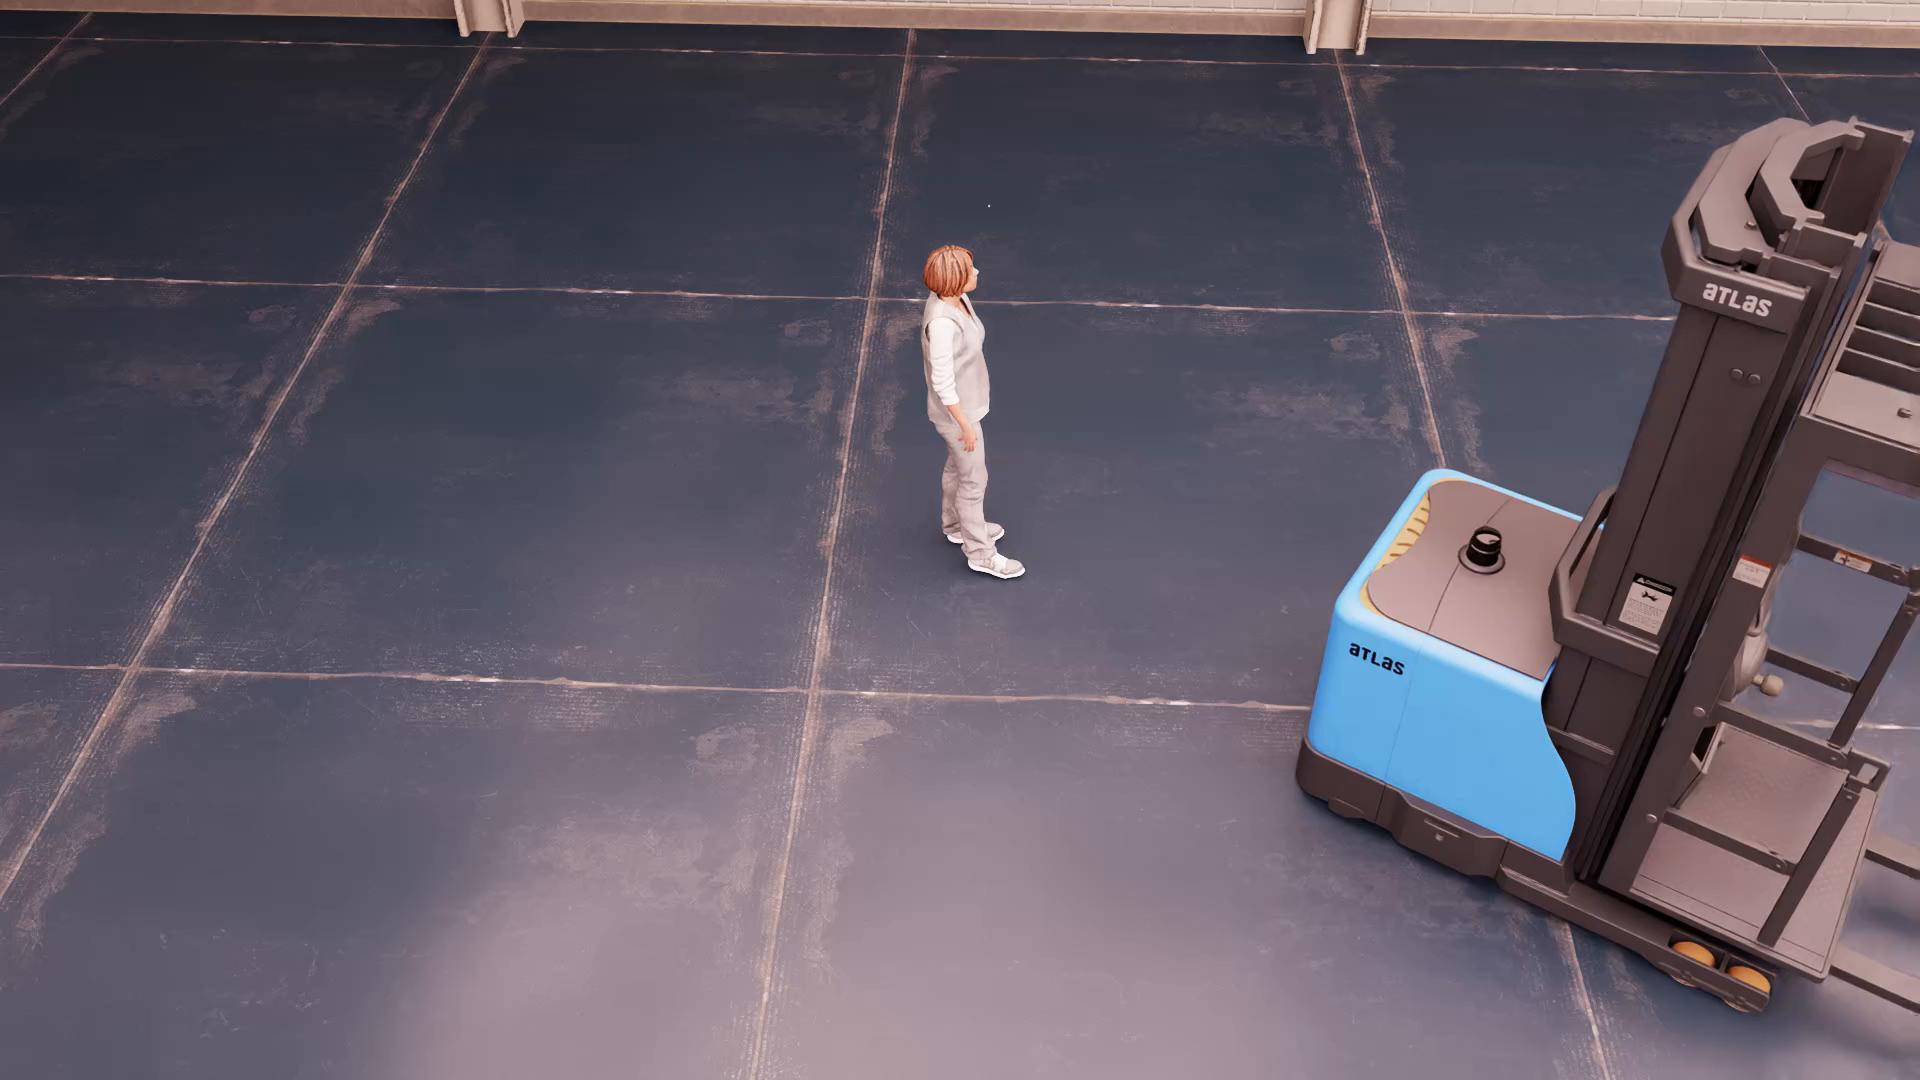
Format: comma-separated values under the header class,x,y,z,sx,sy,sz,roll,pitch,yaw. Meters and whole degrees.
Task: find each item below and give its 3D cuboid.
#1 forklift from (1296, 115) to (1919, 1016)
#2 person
class,x,y,z,sx,sy,sz,roll,pitch,yaw
forklift,2.878,0.215,5.506,3.031,2.935,1.130,24,47,24
person,0.074,-0.584,7.360,0.473,1.599,0.521,2,42,2
